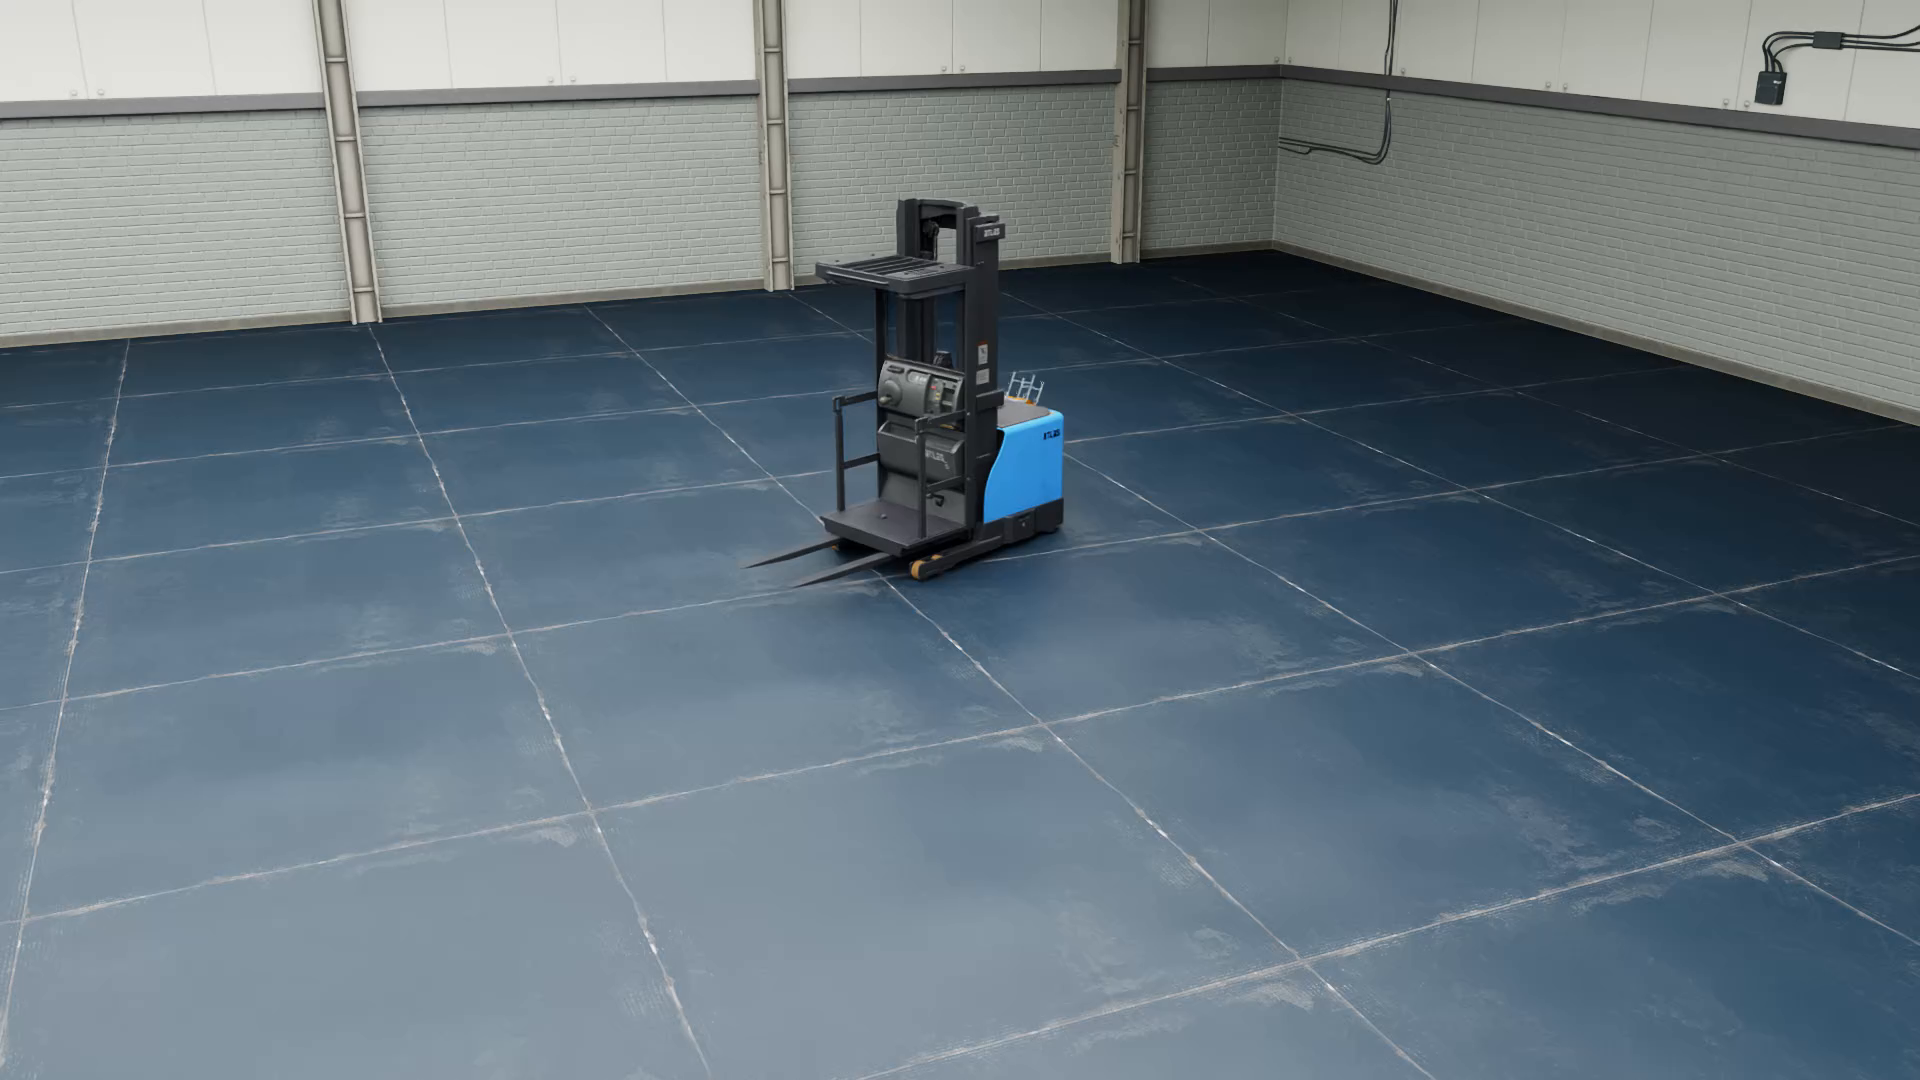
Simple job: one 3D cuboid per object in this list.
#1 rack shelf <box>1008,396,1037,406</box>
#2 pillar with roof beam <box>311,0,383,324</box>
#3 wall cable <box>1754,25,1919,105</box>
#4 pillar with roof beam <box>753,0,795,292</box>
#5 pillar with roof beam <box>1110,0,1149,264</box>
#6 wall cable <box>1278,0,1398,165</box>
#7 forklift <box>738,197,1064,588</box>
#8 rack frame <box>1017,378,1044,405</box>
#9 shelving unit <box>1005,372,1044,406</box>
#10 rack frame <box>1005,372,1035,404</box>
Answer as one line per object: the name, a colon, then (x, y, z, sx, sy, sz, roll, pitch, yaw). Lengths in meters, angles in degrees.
rack shelf: (0.565, -1.267, 15.608, 0.258, 0.103, 0.180, 13, -8, 33)
pillar with roof beam: (-6.569, -5.985, 17.970, 0.400, 9.000, 9.100, -8, 21, -22)
wall cable: (9.719, -7.568, 17.344, 0.169, 6.003, 2.305, -8, 21, -22)
pillar with roof beam: (-1.060, -6.774, 20.212, 0.400, 9.000, 9.100, -8, 21, -22)
pillar with roof beam: (4.449, -7.563, 22.453, 0.400, 9.000, 9.100, -8, 21, -22)
wall cable: (5.973, -7.396, 26.653, 0.112, 2.526, 3.097, -8, 21, -22)
forklift: (-0.474, -1.241, 13.634, 1.130, 2.935, 3.031, 18, 26, 41)
rack frame: (0.516, -0.945, 15.649, 0.240, 1.200, 0.006, 13, -8, 33)
shelving unit: (0.470, -0.968, 15.573, 0.258, 1.200, 0.189, 13, -8, 33)
rack frame: (0.425, -0.992, 15.497, 0.240, 1.200, 0.006, 13, -8, 33)
